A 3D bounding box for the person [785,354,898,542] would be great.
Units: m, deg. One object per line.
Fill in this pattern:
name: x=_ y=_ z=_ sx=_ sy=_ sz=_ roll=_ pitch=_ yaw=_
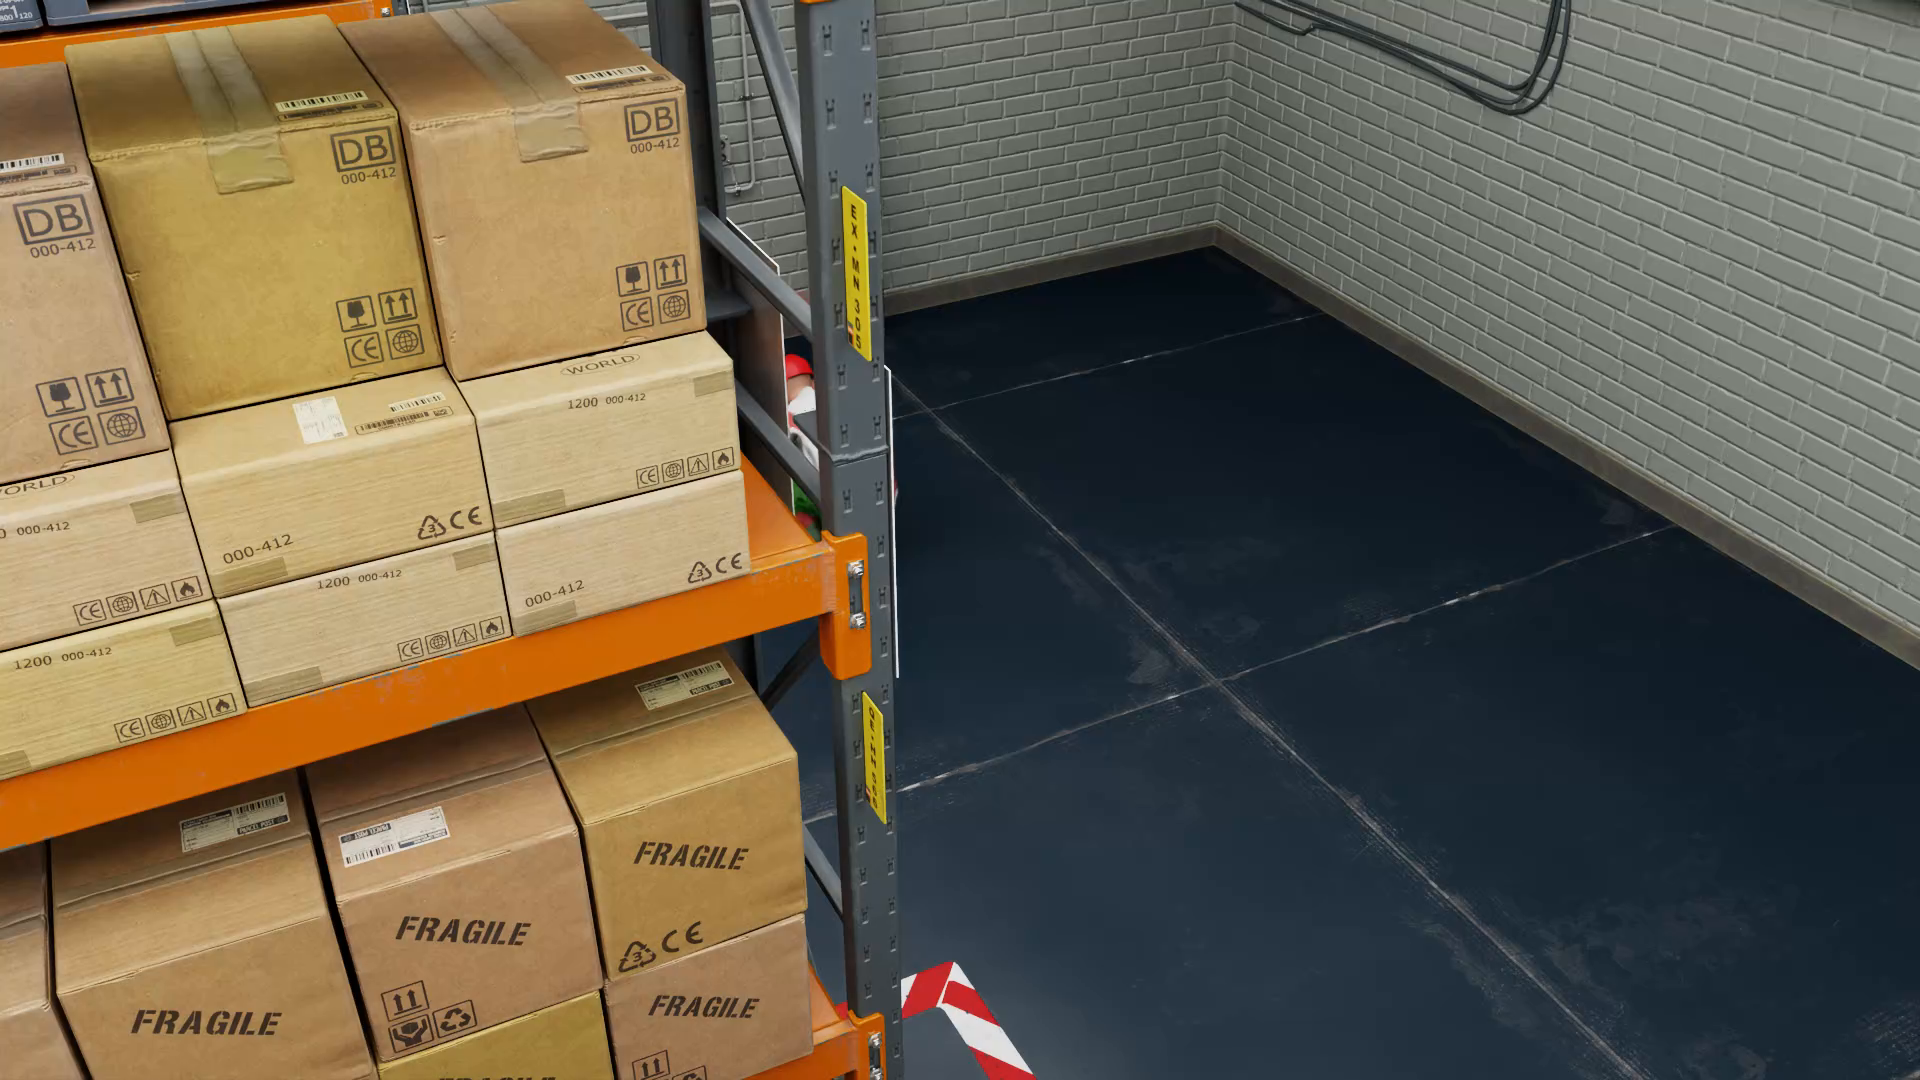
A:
person: x=-0.669 y=-0.379 z=8.442 sx=0.545 sy=1.001 sz=0.884 roll=-17 pitch=36 yaw=-24
